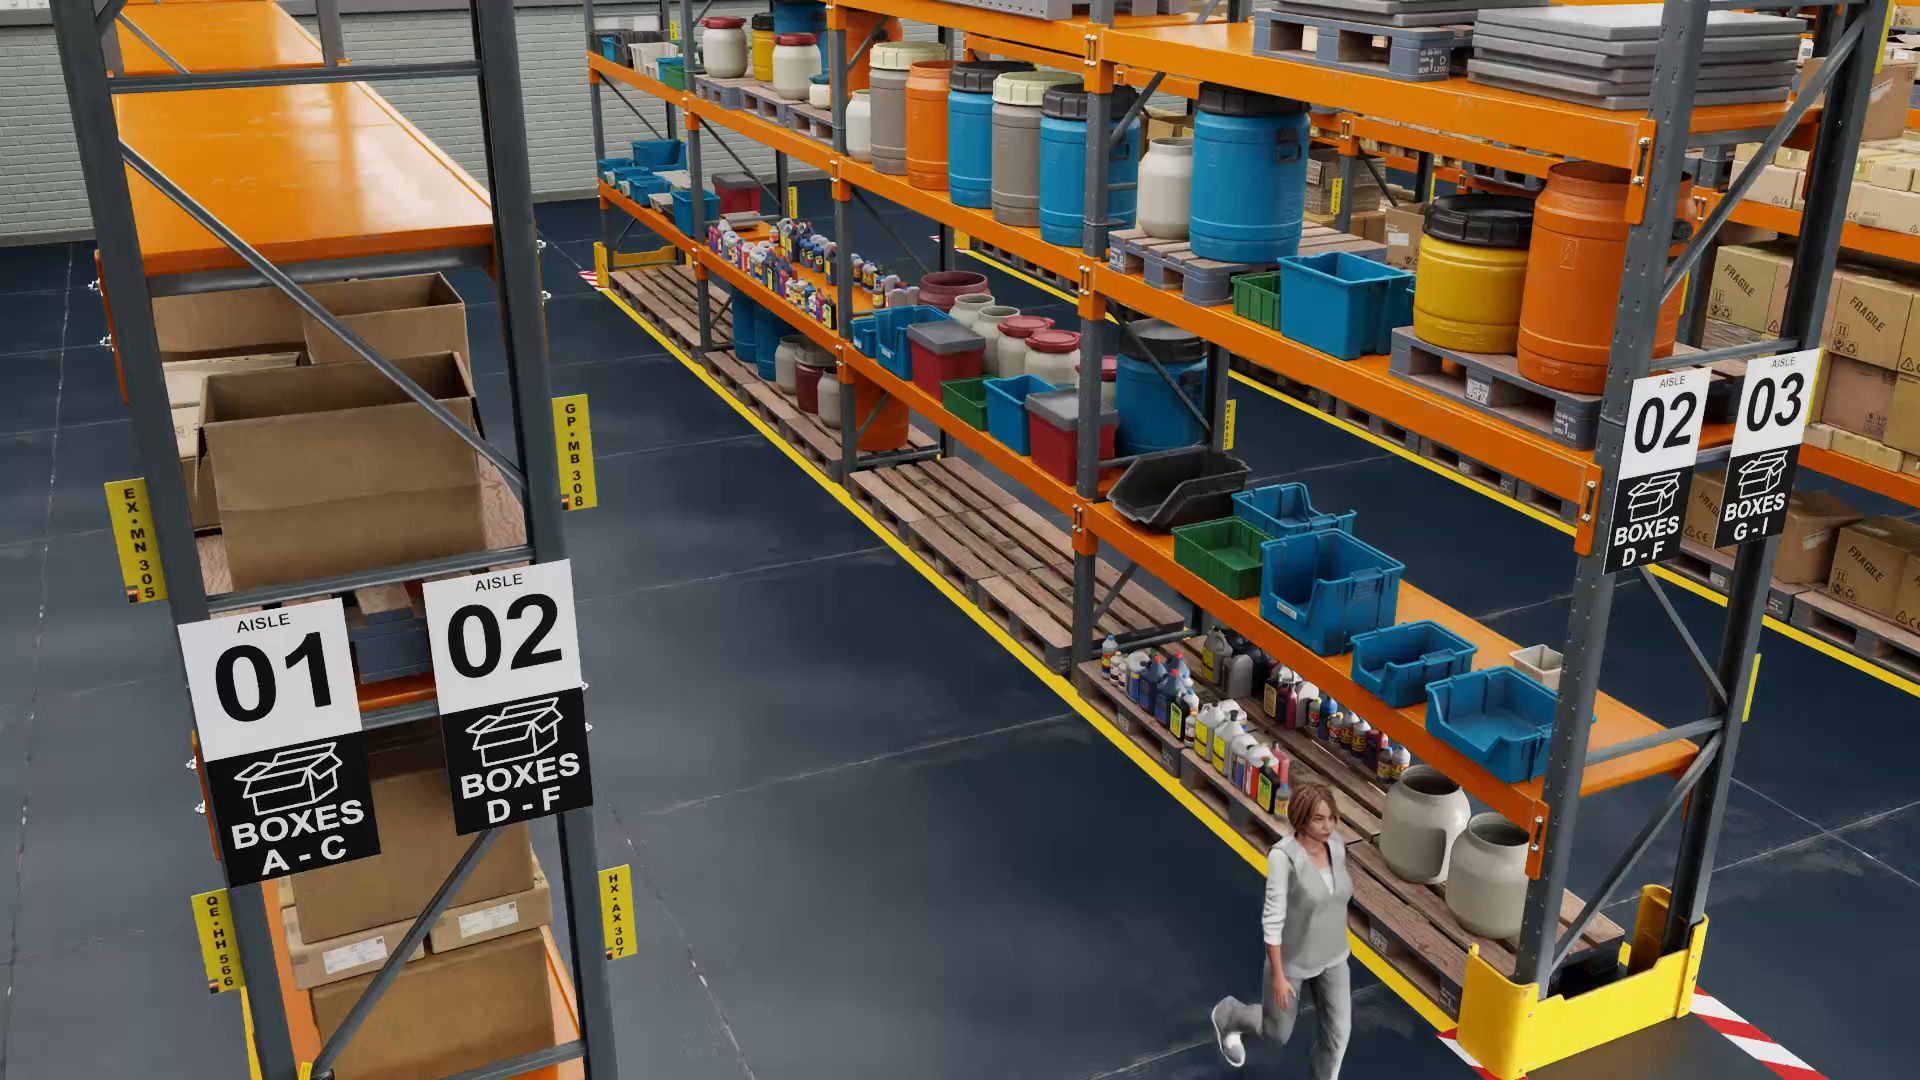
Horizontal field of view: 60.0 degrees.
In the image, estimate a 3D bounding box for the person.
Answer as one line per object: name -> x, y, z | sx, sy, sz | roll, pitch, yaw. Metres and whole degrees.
person -> 1.393, 1.700, 6.869 | 0.424, 1.562, 0.813 | -11, 25, -24
